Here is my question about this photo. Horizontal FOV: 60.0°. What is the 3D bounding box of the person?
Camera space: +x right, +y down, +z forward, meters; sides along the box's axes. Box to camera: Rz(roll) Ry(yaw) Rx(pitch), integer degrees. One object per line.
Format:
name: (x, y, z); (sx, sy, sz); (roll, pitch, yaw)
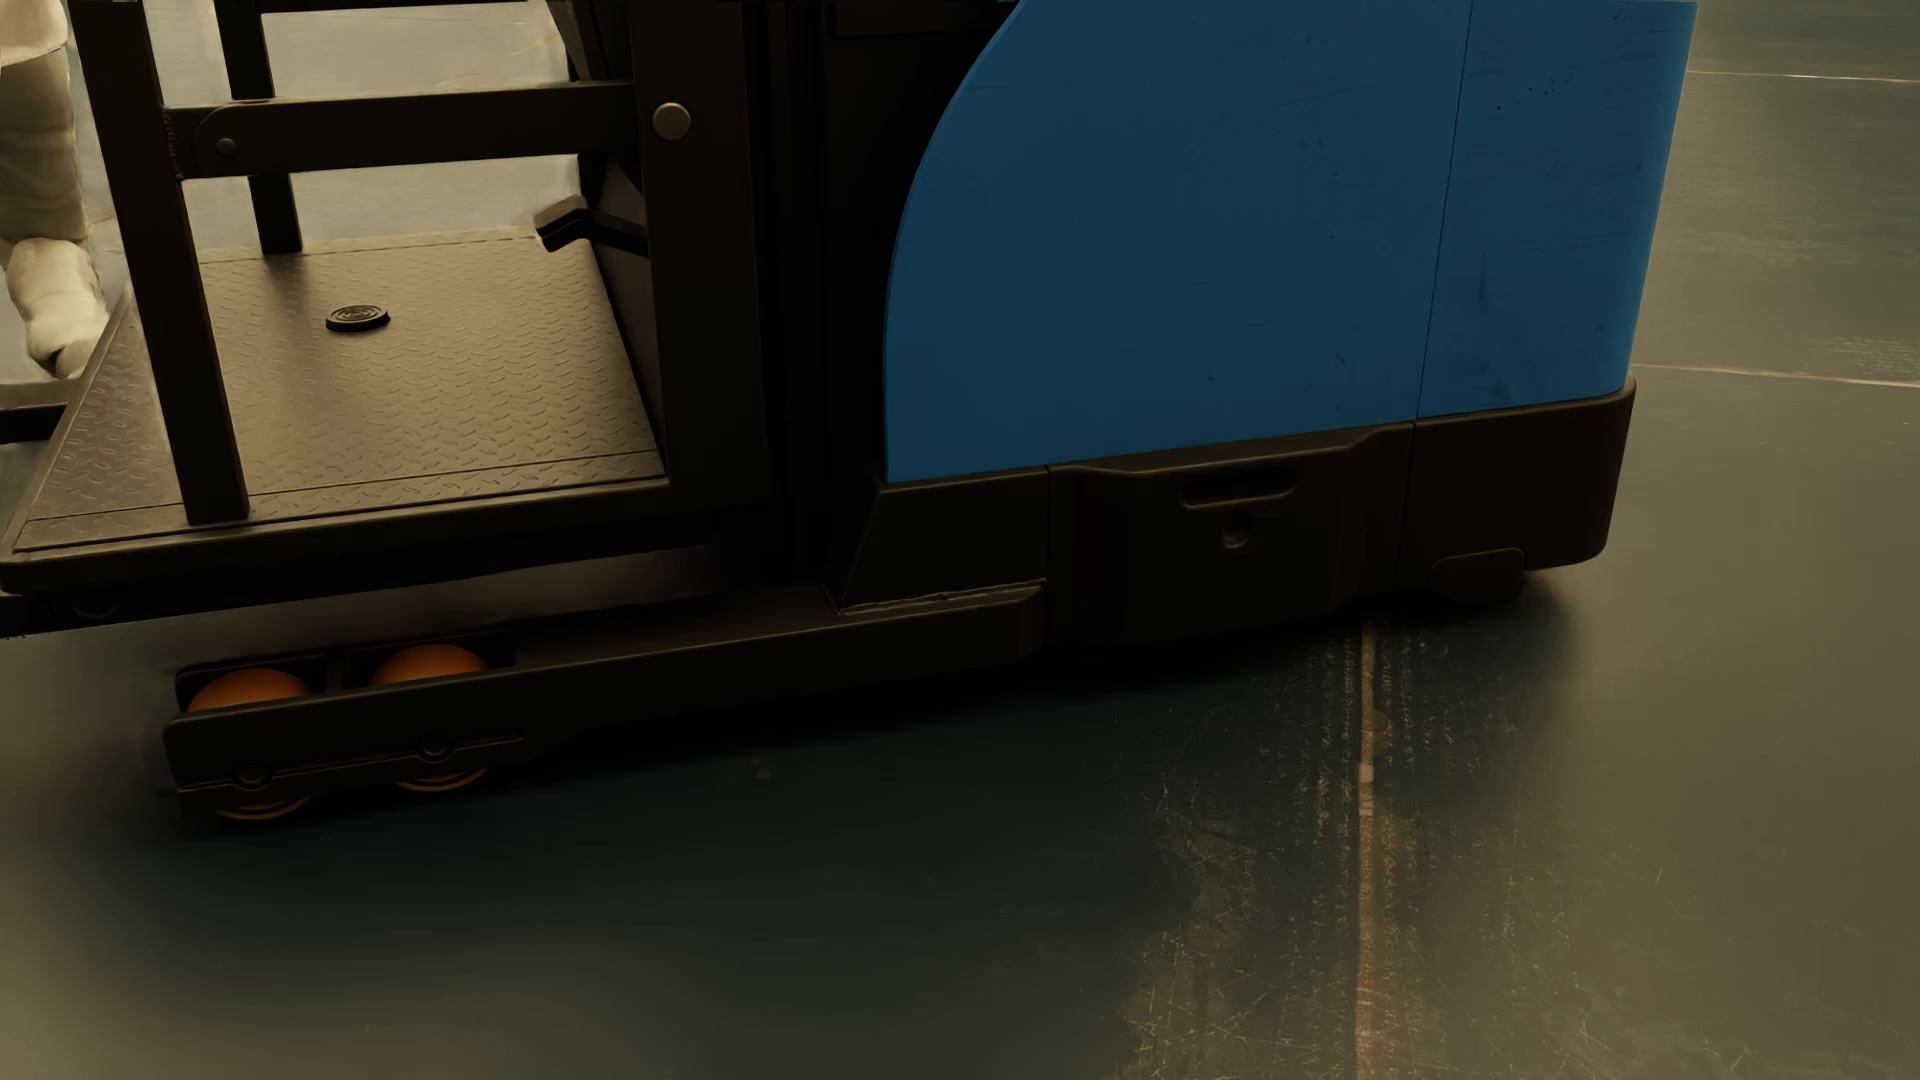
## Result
person: (-1.833, -0.773, 2.513); (0.922, 1.372, 0.923); (13, 29, 24)

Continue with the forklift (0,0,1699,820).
forklift: (-0.663, -1.259, 1.741); (3.031, 2.935, 1.130); (-8, 28, -15)
